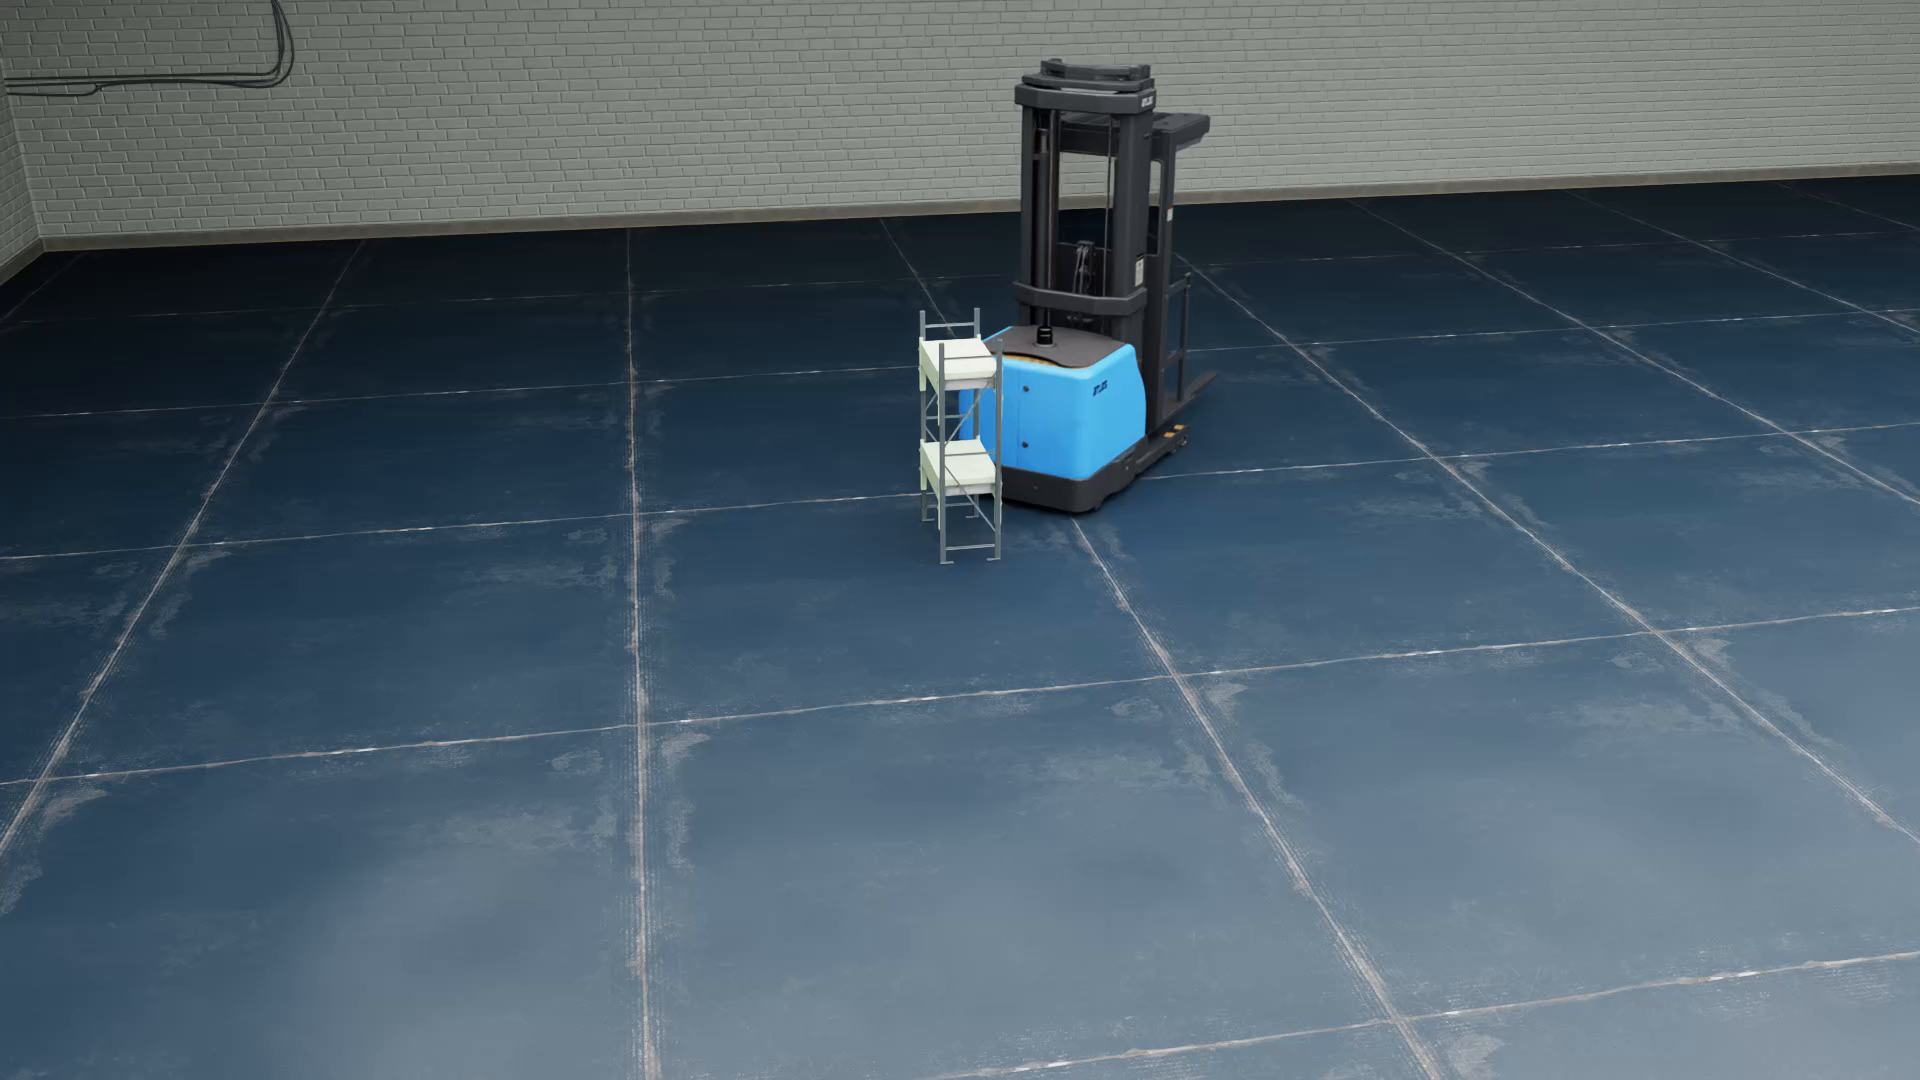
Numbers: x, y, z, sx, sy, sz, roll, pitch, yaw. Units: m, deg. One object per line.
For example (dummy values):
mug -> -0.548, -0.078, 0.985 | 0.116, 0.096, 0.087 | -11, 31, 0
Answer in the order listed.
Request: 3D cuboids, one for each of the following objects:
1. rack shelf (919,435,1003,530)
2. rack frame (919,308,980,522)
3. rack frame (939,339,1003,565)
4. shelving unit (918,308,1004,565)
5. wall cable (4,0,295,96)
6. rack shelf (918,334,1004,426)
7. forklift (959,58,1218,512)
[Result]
rack shelf -> -0.001, -0.391, 11.086 | 0.431, 0.370, 0.720 | -4, 24, -10
rack frame -> -0.069, -0.834, 11.285 | 0.400, 1.500, 0.023 | -4, 24, -10
rack frame -> 0.066, -0.546, 10.626 | 0.400, 1.500, 0.023 | -4, 24, -10
shelving unit -> -0.001, -0.690, 10.956 | 0.431, 1.500, 0.755 | -4, 24, -10
wall cable -> -8.846, -6.032, 17.697 | 3.097, 2.526, 0.112 | -4, 24, -10
rack shelf -> -0.001, -1.048, 10.800 | 0.431, 0.370, 0.720 | -4, 24, -10
forklift -> 1.134, -2.085, 12.362 | 1.130, 2.935, 3.031 | 13, 27, 26
